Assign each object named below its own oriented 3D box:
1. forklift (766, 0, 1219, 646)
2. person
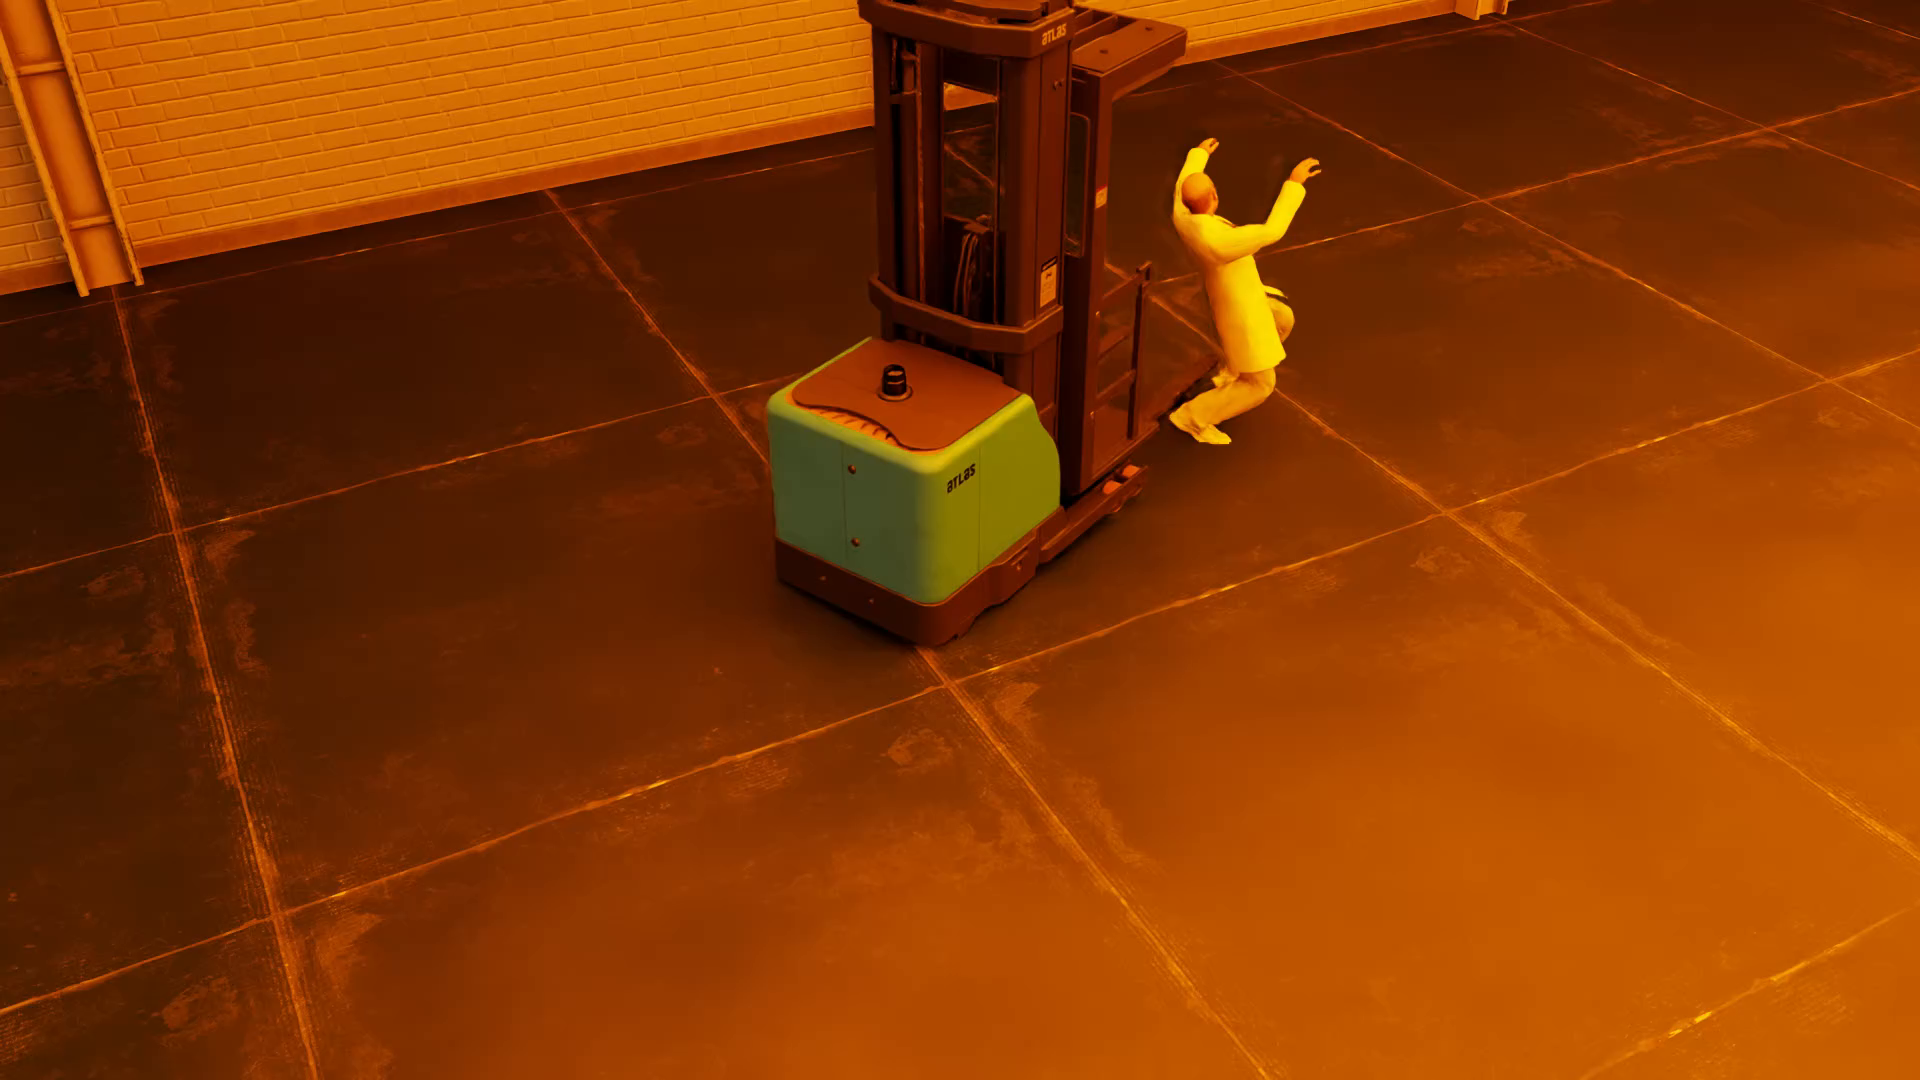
[{"bbox_3d":[0.359,-1.496,8.239,1.130,2.935,3.031,23,41,29],"label":"forklift"},{"bbox_3d":[1.527,-1.442,9.300,0.756,1.685,1.167,-2,35,-3],"label":"person"}]
